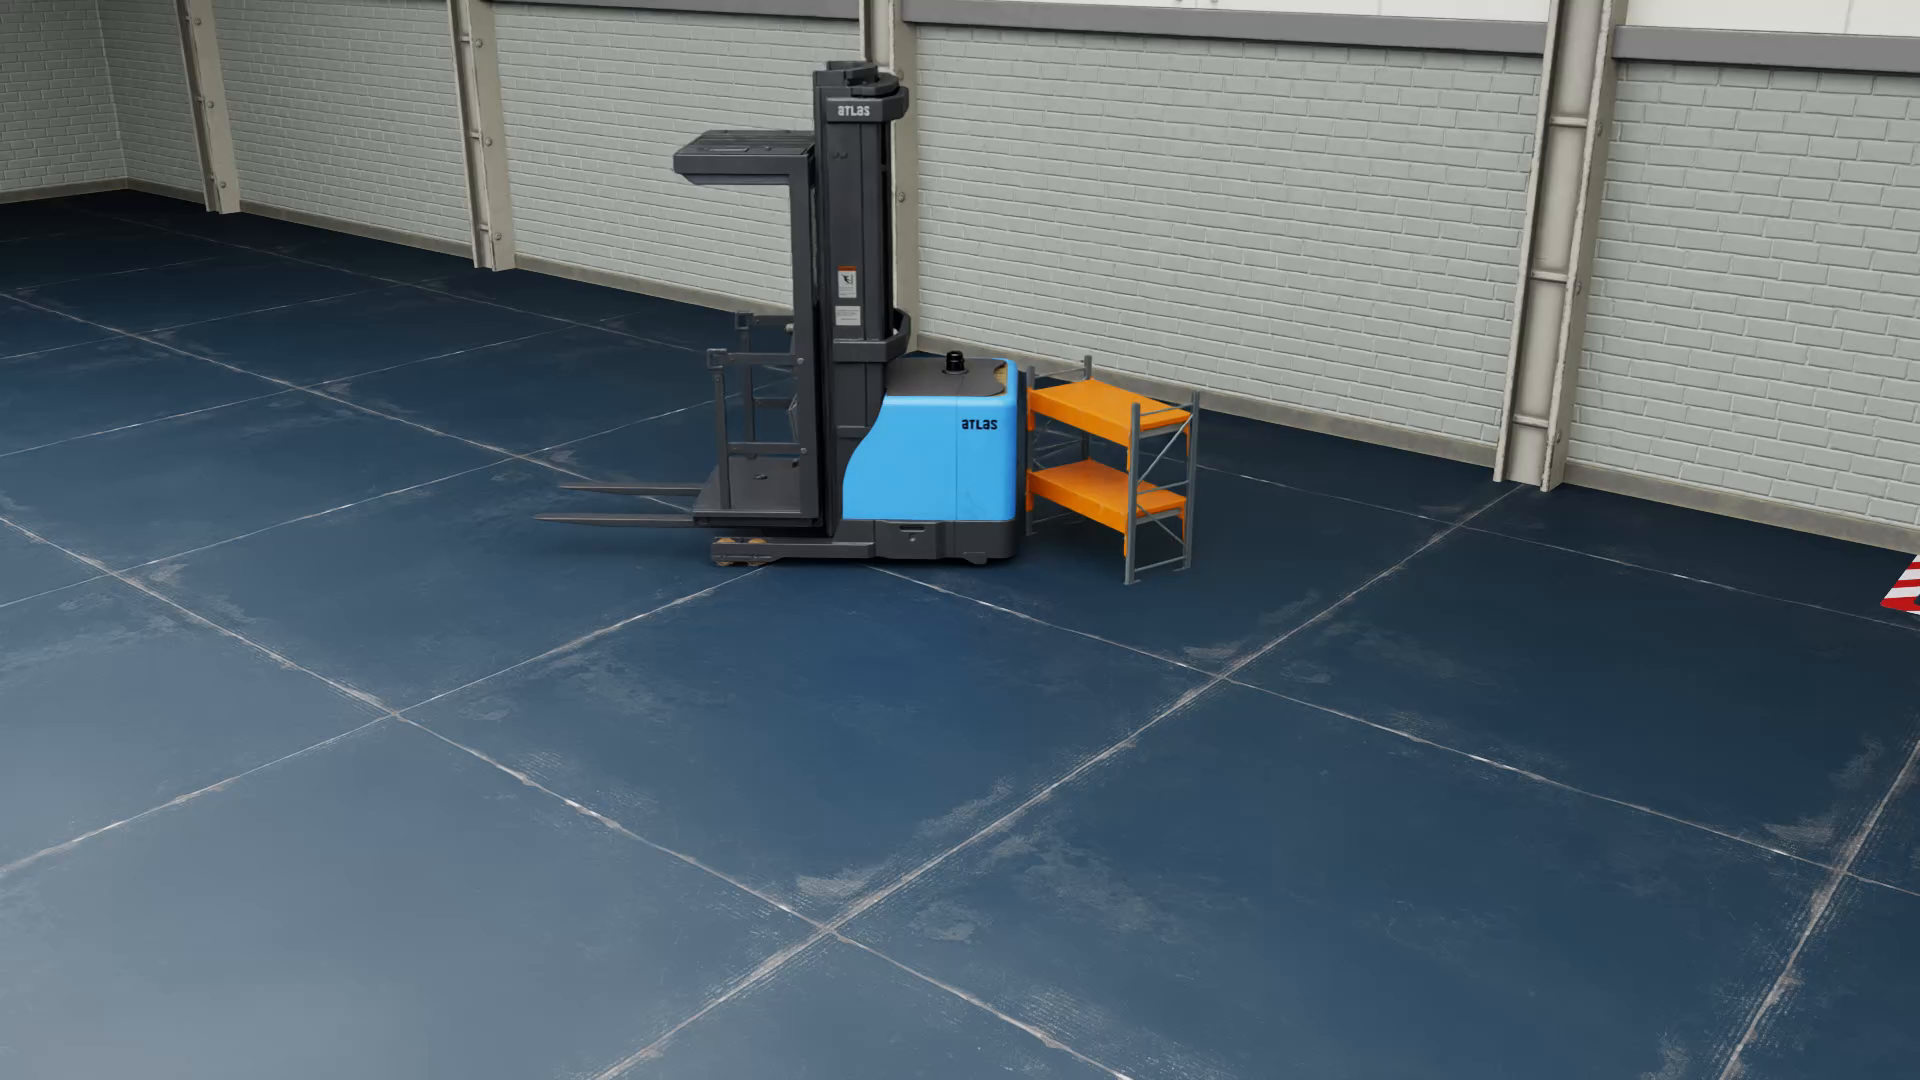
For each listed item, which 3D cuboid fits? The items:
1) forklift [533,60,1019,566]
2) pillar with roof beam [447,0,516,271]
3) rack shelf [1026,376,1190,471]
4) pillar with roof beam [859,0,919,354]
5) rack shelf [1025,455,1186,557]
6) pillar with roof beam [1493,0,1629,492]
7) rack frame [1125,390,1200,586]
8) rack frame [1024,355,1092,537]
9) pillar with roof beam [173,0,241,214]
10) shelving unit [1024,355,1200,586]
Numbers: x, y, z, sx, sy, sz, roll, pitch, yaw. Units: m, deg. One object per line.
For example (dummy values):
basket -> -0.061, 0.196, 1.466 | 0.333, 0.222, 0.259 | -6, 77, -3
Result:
forklift -> -1.145, -1.396, 10.215 | 3.031, 2.935, 1.130 | 1, 21, 2
pillar with roof beam -> -7.992, -6.131, 14.173 | 0.400, 9.000, 9.100 | 16, 26, 36
rack shelf -> 0.915, -0.728, 10.175 | 0.538, 0.278, 1.000 | -14, 25, -32
pillar with roof beam -> -3.344, -4.792, 10.623 | 0.400, 9.000, 9.100 | 16, 26, 36
rack shelf -> 0.915, -0.226, 10.365 | 0.538, 0.278, 1.000 | -14, 25, -32
pillar with roof beam -> 1.305, -3.454, 7.074 | 0.400, 9.000, 9.100 | 16, 26, 36
rack frame -> 1.202, -0.306, 9.886 | 0.500, 1.125, 0.032 | -14, 25, -32
rack frame -> 0.627, -0.602, 10.671 | 0.500, 1.125, 0.032 | -14, 25, -32
pillar with roof beam -> -12.640, -7.470, 17.723 | 0.400, 9.000, 9.100 | 16, 26, 36
shelving unit -> 0.915, -0.454, 10.279 | 0.538, 1.125, 1.048 | -14, 25, -32
